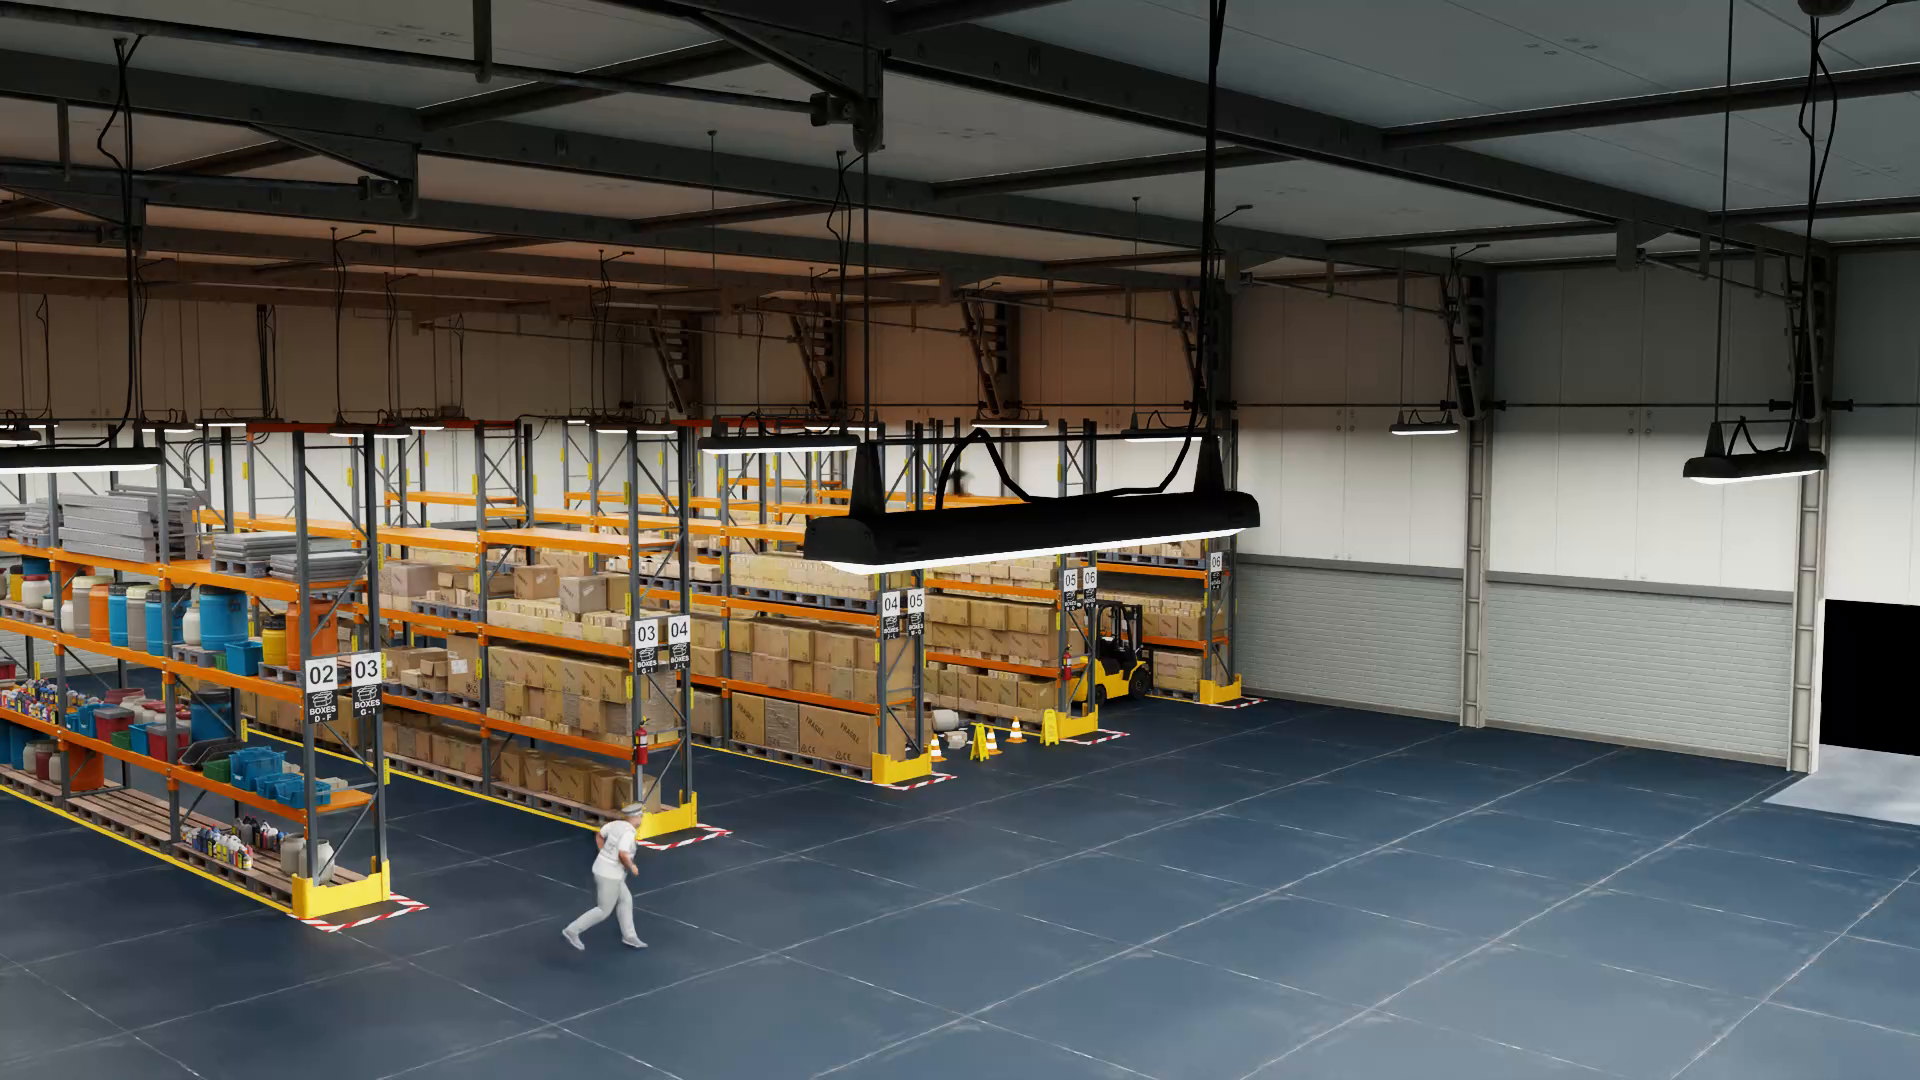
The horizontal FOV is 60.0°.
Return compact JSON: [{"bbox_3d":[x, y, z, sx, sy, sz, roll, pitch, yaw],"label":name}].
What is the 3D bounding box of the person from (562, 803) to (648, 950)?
[{"bbox_3d":[-4.119,3.946,19.207,1.011,1.725,0.692,-3,5,-32],"label":"person"}]
